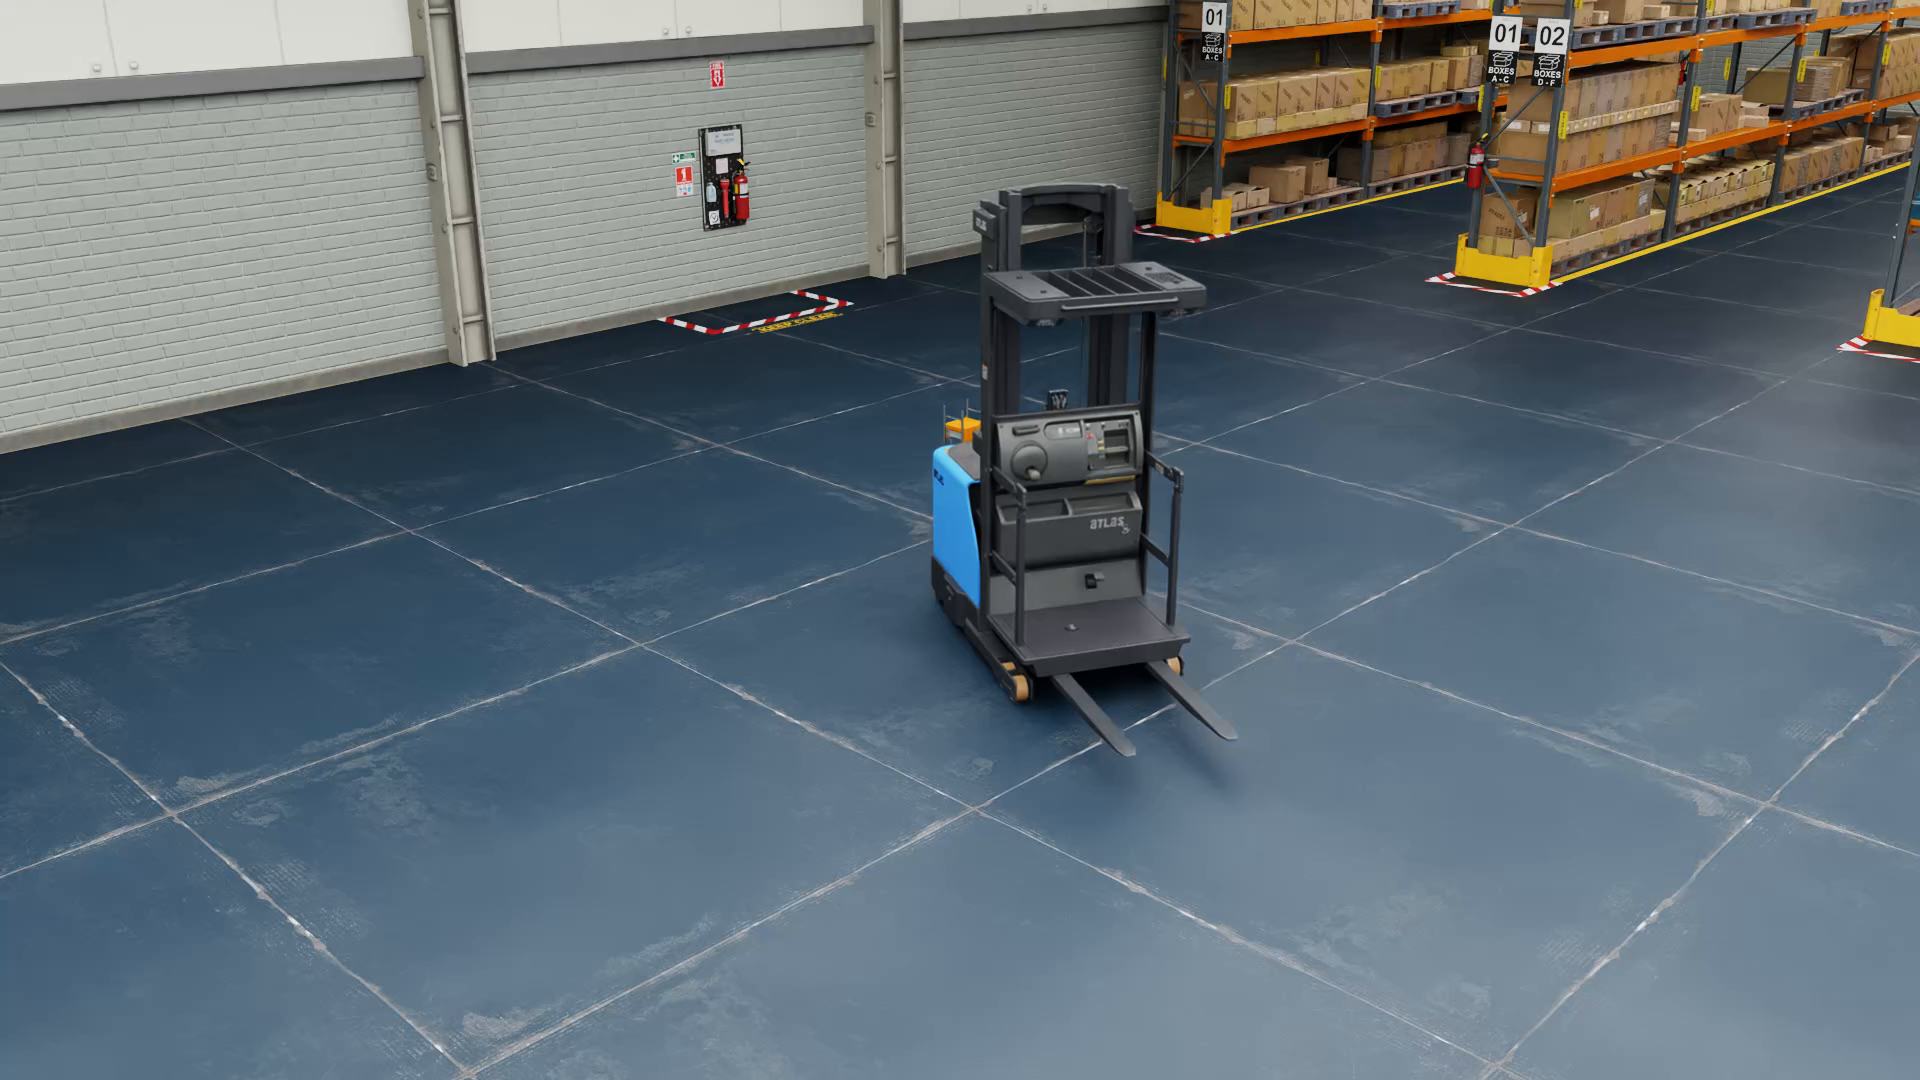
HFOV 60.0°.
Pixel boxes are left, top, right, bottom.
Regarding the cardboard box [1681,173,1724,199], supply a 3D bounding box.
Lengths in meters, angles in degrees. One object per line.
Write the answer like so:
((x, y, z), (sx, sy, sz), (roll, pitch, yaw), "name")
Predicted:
((10.897, -5.245, 24.506), (0.500, 0.311, 0.500), (18, 27, 39), "cardboard box")

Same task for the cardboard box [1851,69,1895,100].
((15.849, -7.932, 28.891), (0.500, 0.500, 0.500), (-19, 28, -41), "cardboard box")

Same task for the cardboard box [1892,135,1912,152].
((17.202, -7.335, 30.696), (0.500, 0.250, 0.500), (19, 28, 41), "cardboard box")

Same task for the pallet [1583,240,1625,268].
((8.281, -3.956, 22.572), (1.003, 0.211, 1.213), (19, 28, 41), "pallet")

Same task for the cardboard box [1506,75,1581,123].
((7.299, -5.521, 20.809), (0.700, 0.500, 0.500), (19, 28, 41), "cardboard box")

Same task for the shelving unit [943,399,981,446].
((0.037, -0.504, 12.422), (0.215, 1.050, 0.252), (19, 28, 41), "shelving unit")

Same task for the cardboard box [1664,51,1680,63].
((14.188, -10.096, 34.243), (0.700, 0.700, 0.980), (-19, 28, -40), "cardboard box")

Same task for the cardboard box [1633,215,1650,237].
((9.195, -4.379, 23.033), (0.500, 0.250, 0.500), (19, 28, 41), "cardboard box")

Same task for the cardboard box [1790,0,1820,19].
((12.788, -8.362, 25.828), (0.910, 0.500, 0.500), (19, 28, 41), "cardboard box")

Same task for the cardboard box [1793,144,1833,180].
((14.105, -6.278, 27.597), (0.500, 0.500, 0.500), (18, 27, 39), "cardboard box")

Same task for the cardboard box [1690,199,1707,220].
((10.534, -4.851, 24.263), (0.500, 0.250, 0.500), (-19, 28, -41), "cardboard box")

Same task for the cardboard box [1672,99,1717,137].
((10.632, -6.142, 24.233), (0.500, 0.500, 0.500), (-18, 27, -38), "cardboard box")

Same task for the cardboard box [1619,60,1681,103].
((9.412, -6.303, 22.844), (0.700, 0.500, 0.500), (19, 28, 41), "cardboard box")

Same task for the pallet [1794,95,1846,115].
((13.861, -7.206, 27.409), (1.003, 0.211, 1.213), (19, 28, 41), "pallet")

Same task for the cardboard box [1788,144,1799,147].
((13.715, -6.402, 27.920), (0.500, 0.500, 0.500), (18, 27, 39), "cardboard box")

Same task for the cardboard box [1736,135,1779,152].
((13.028, -6.498, 27.125), (0.500, 0.250, 0.500), (-19, 28, -40), "cardboard box")

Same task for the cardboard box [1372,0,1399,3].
((6.604, -8.768, 26.301), (0.500, 0.500, 0.500), (-15, 26, -35), "cardboard box")

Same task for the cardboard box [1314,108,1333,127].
((5.359, -6.488, 25.454), (0.500, 0.250, 0.500), (19, 28, 40), "cardboard box")

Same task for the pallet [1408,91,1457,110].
((7.604, -7.425, 27.978), (1.003, 0.211, 1.213), (19, 28, 41), "pallet")

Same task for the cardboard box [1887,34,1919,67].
((16.547, -8.651, 29.369), (0.500, 0.500, 0.500), (18, 28, 39), "cardboard box")

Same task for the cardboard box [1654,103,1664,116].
((9.326, -5.861, 22.599), (0.380, 0.149, 0.250), (18, 28, 39), "cardboard box")

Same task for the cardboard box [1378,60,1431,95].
((7.377, -7.698, 27.670), (0.500, 0.500, 0.700), (-16, 26, -35), "cardboard box")

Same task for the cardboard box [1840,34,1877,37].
((15.821, -8.663, 29.400), (0.500, 0.500, 0.500), (19, 28, 40), "cardboard box")

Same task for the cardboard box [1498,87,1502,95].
((9.352, -7.952, 29.405), (0.380, 0.149, 0.250), (19, 28, 40), "cardboard box")

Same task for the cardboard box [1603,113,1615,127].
((8.252, -5.466, 21.571), (0.380, 0.149, 0.250), (19, 28, 40), "cardboard box")

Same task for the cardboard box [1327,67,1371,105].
((6.057, -7.095, 25.990), (0.500, 0.500, 0.500), (19, 28, 41), "cardboard box")

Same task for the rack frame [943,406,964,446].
((-0.048, -0.472, 12.340), (0.200, 1.050, 0.008), (19, 28, 41), "rack frame")

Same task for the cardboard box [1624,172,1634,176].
((9.170, -4.988, 23.573), (0.500, 0.500, 0.500), (19, 28, 41), "cardboard box")

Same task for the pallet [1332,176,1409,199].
((6.708, -5.904, 27.641), (1.003, 0.211, 1.213), (19, 28, 41), "pallet")

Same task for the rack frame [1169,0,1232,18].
((3.375, -8.777, 22.867), (1.000, 3.000, 0.127), (19, 28, 41), "rack frame")

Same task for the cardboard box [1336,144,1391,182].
((6.667, -6.237, 27.491), (0.500, 0.500, 0.700), (-19, 28, -40), "cardboard box")

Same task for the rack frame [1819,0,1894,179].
((15.298, -7.823, 28.746), (1.000, 3.000, 0.127), (19, 28, 41), "rack frame")

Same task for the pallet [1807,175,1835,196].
((13.907, -5.987, 27.858), (1.003, 0.211, 1.213), (19, 28, 41), "pallet")

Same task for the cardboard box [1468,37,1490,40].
((9.450, -8.892, 29.901), (0.500, 0.250, 0.500), (18, 27, 39), "cardboard box")

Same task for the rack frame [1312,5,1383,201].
((6.166, -7.005, 26.619), (1.000, 3.000, 0.127), (19, 28, 41), "rack frame")

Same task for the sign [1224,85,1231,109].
((3.764, -6.245, 23.435), (0.100, 0.325, 0.005), (19, 28, 41), "sign")

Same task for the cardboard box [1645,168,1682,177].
((10.503, -5.379, 24.855), (0.500, 0.311, 0.500), (19, 28, 40), "cardboard box")

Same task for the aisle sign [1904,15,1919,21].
((17.926, -10.155, 31.192), (0.394, 0.787, 0.004), (19, 28, 41), "aisle sign")

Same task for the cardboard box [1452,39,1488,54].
((9.087, -8.760, 29.557), (0.500, 0.250, 0.500), (-19, 28, -41), "cardboard box")

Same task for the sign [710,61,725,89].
((-2.770, -5.310, 18.978), (0.001, 0.298, 0.199), (19, 28, 41), "sign")

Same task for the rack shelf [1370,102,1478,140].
((7.561, -7.183, 28.085), (1.077, 0.370, 4.000), (19, 28, 41), "rack shelf")

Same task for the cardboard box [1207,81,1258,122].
((3.923, -6.314, 23.956), (0.500, 0.500, 0.500), (19, 28, 41), "cardboard box")

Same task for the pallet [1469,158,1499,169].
((9.560, -6.915, 30.272), (1.003, 0.211, 1.213), (19, 28, 41), "pallet")

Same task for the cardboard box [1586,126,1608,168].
((7.975, -5.164, 21.689), (0.700, 0.500, 0.500), (19, 28, 41), "cardboard box")

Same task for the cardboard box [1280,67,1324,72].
((5.324, -7.094, 25.986), (0.500, 0.500, 0.500), (19, 28, 40), "cardboard box")

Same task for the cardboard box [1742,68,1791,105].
((12.866, -7.227, 26.472), (0.700, 0.500, 0.500), (9, 23, 23), "cardboard box")

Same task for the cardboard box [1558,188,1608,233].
((8.147, -4.344, 21.896), (0.500, 0.500, 0.500), (19, 28, 41), "cardboard box")

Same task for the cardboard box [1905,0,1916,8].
((16.166, -9.343, 28.731), (0.500, 0.250, 0.500), (19, 28, 41), "cardboard box")

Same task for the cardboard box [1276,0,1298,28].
((4.547, -7.720, 24.131), (0.500, 0.500, 0.500), (-19, 28, -40), "cardboard box")

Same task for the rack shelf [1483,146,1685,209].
((8.322, -4.916, 22.187), (1.077, 0.370, 4.000), (19, 28, 41), "rack shelf")

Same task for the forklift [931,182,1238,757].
((0.741, -0.550, 9.921), (1.130, 2.935, 3.031), (-7, 22, -17), "forklift")

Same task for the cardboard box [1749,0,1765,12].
((11.472, -7.906, 24.407), (0.500, 0.250, 0.500), (19, 28, 40), "cardboard box")

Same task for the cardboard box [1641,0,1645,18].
((8.478, -7.084, 21.719), (0.637, 0.503, 0.797), (-16, 26, -36), "cardboard box")

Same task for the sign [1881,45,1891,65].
((15.698, -8.225, 28.179), (0.100, 0.325, 0.005), (19, 28, 41), "sign")

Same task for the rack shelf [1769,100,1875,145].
((13.903, -6.973, 27.537), (1.077, 0.370, 4.000), (19, 28, 41), "rack shelf")
